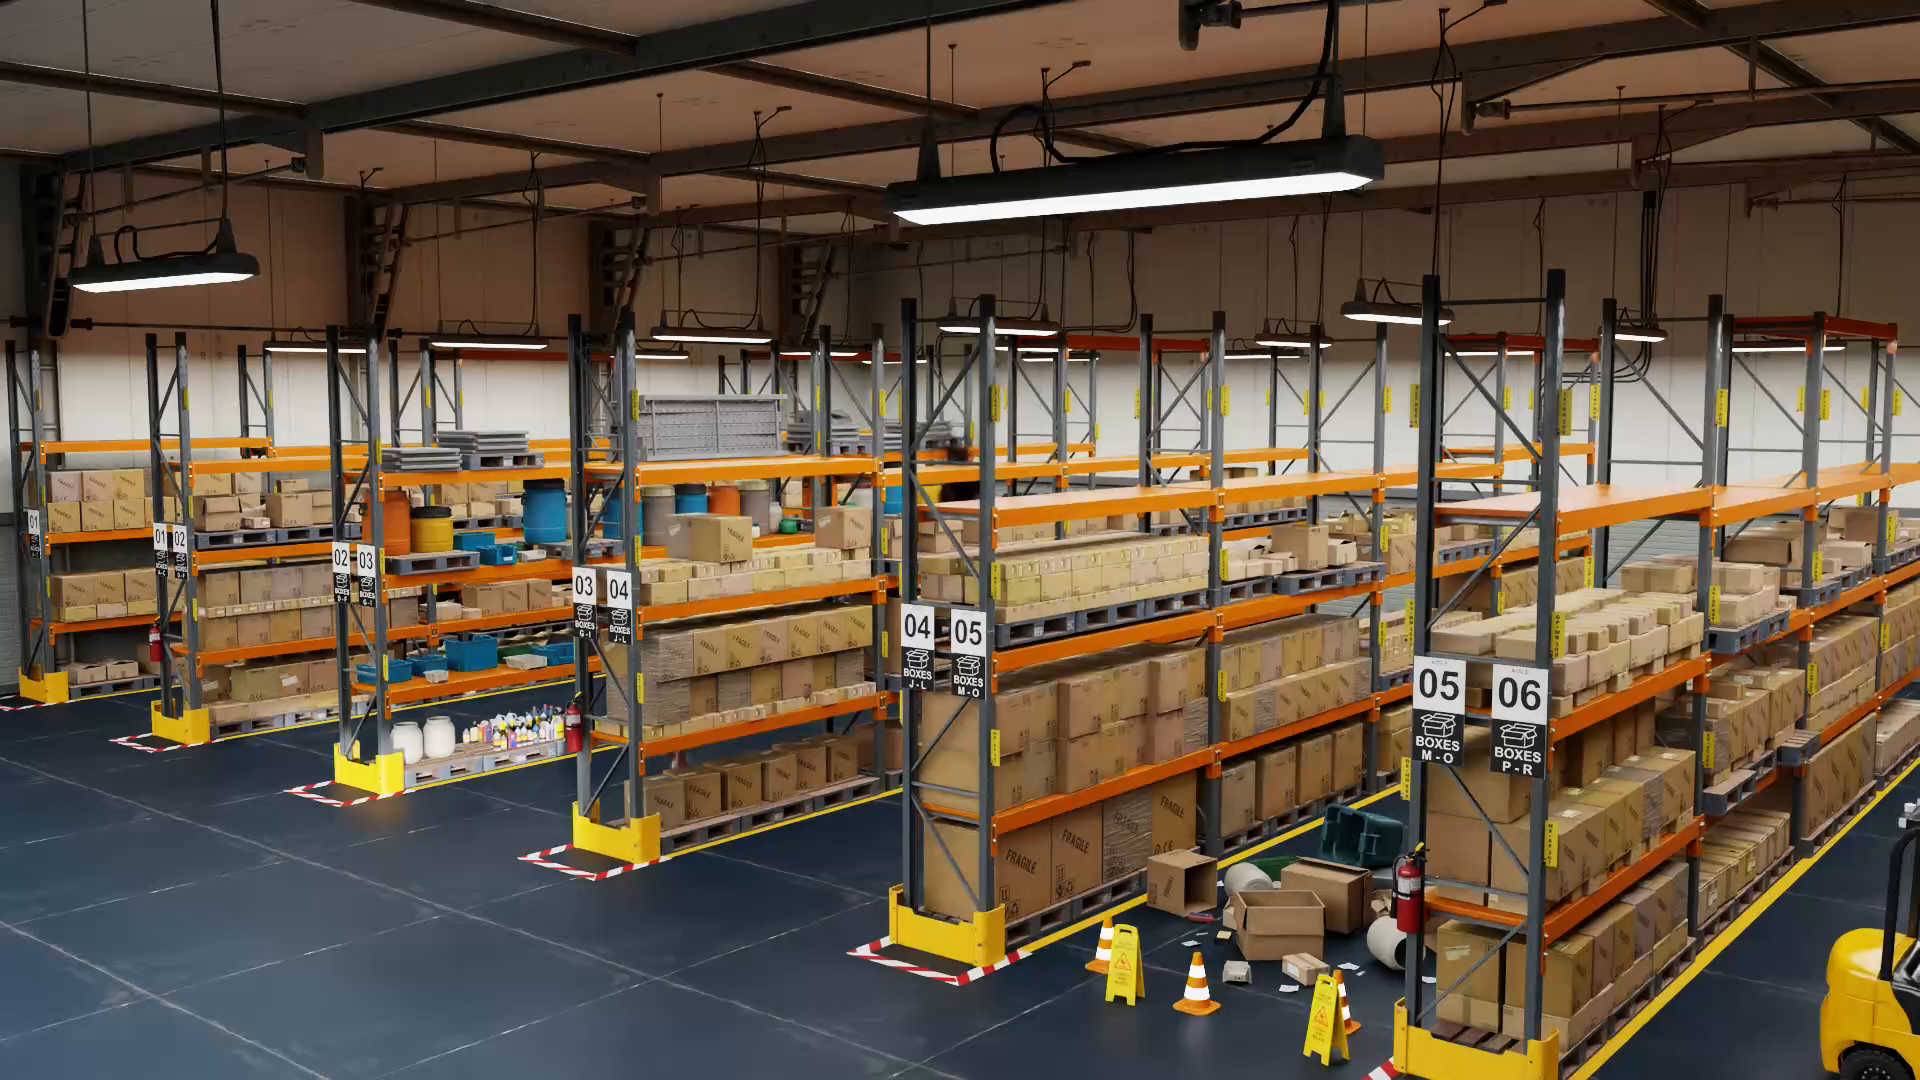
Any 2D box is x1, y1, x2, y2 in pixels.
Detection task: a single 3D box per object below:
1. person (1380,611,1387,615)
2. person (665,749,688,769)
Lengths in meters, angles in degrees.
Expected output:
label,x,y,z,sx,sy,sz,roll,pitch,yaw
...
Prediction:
label,x,y,z,sx,sy,sz,roll,pitch,yaw
person,6.711,1.963,26.376,0.593,1.695,0.851,4,6,36
person,-3.807,2.359,22.091,0.566,1.629,0.549,2,6,24
